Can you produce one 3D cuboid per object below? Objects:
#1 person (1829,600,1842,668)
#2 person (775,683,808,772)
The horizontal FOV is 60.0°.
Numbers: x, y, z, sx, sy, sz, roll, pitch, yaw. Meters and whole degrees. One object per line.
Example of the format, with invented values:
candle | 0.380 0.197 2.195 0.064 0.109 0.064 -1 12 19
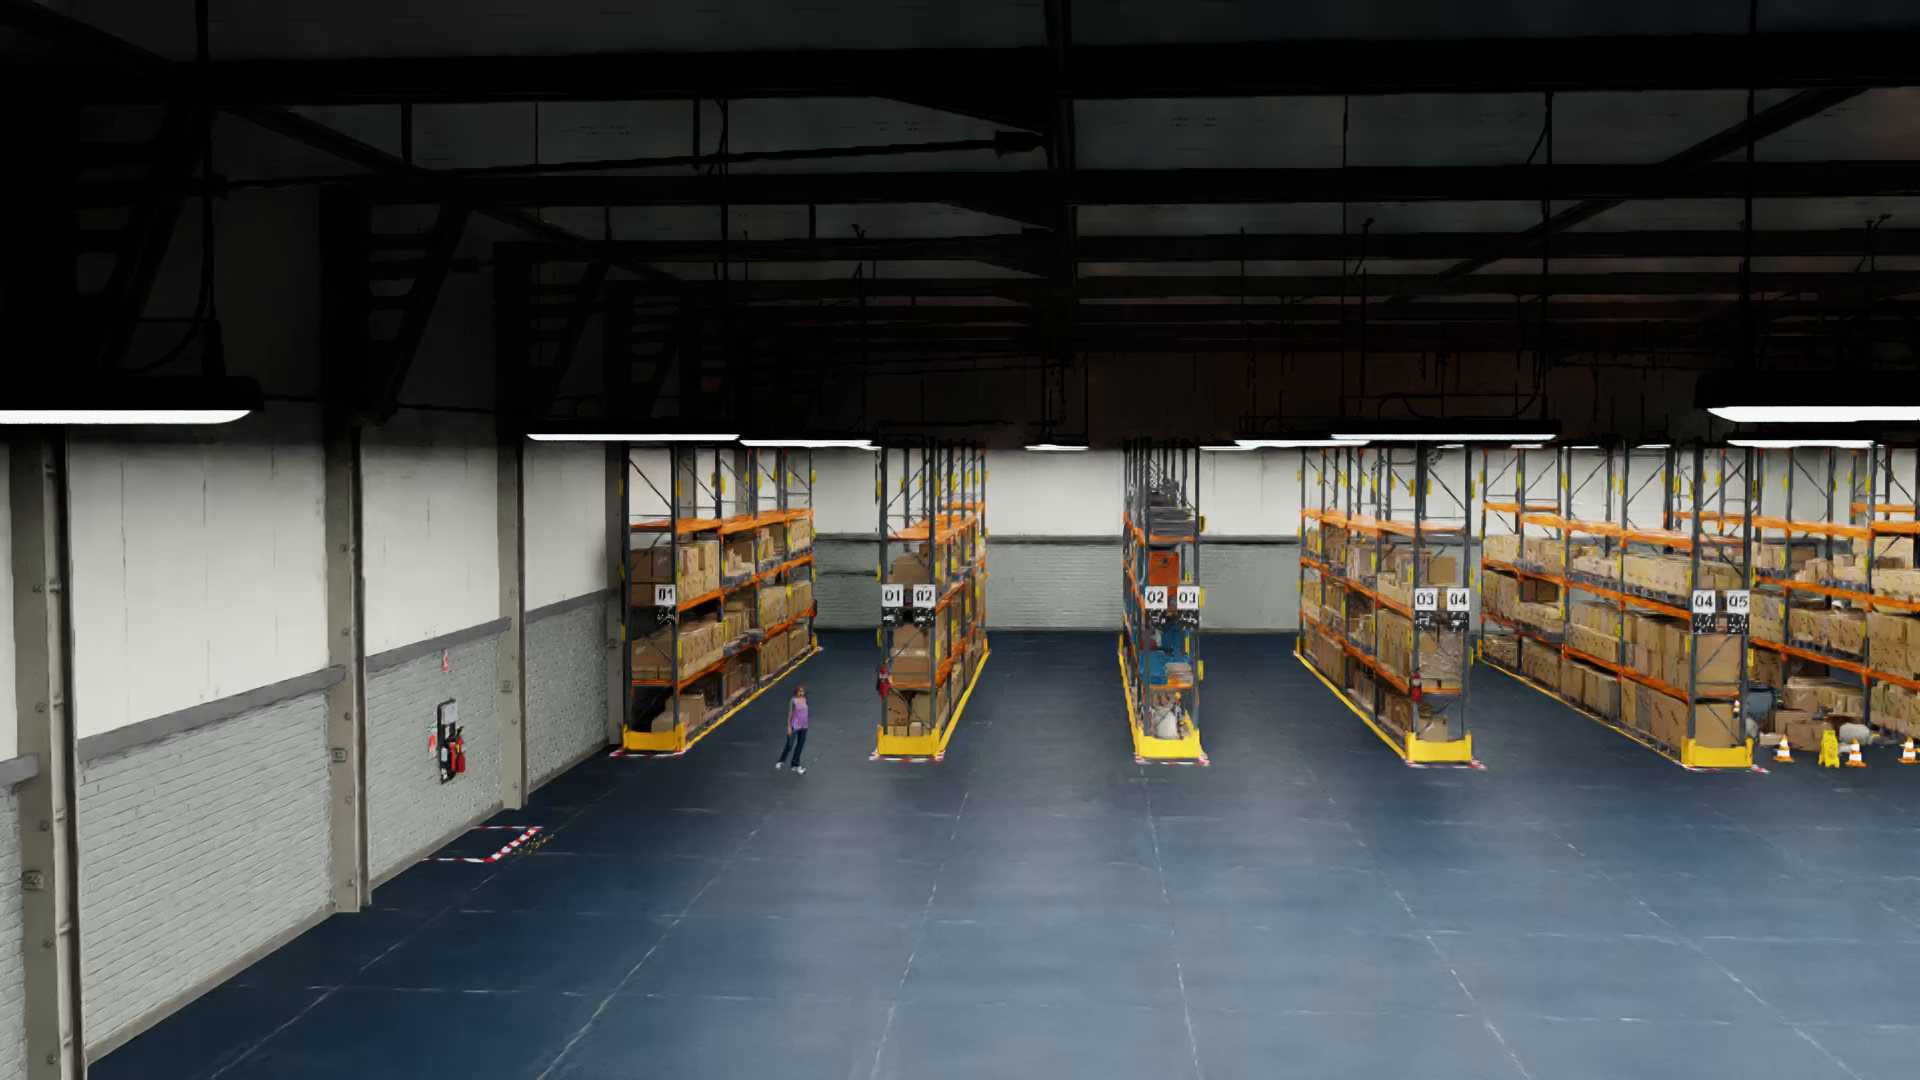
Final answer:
person | 23.200 2.473 43.989 0.395 1.771 0.636 0 3 8
person | -2.996 3.343 29.600 0.583 1.588 0.471 -3 4 -41
